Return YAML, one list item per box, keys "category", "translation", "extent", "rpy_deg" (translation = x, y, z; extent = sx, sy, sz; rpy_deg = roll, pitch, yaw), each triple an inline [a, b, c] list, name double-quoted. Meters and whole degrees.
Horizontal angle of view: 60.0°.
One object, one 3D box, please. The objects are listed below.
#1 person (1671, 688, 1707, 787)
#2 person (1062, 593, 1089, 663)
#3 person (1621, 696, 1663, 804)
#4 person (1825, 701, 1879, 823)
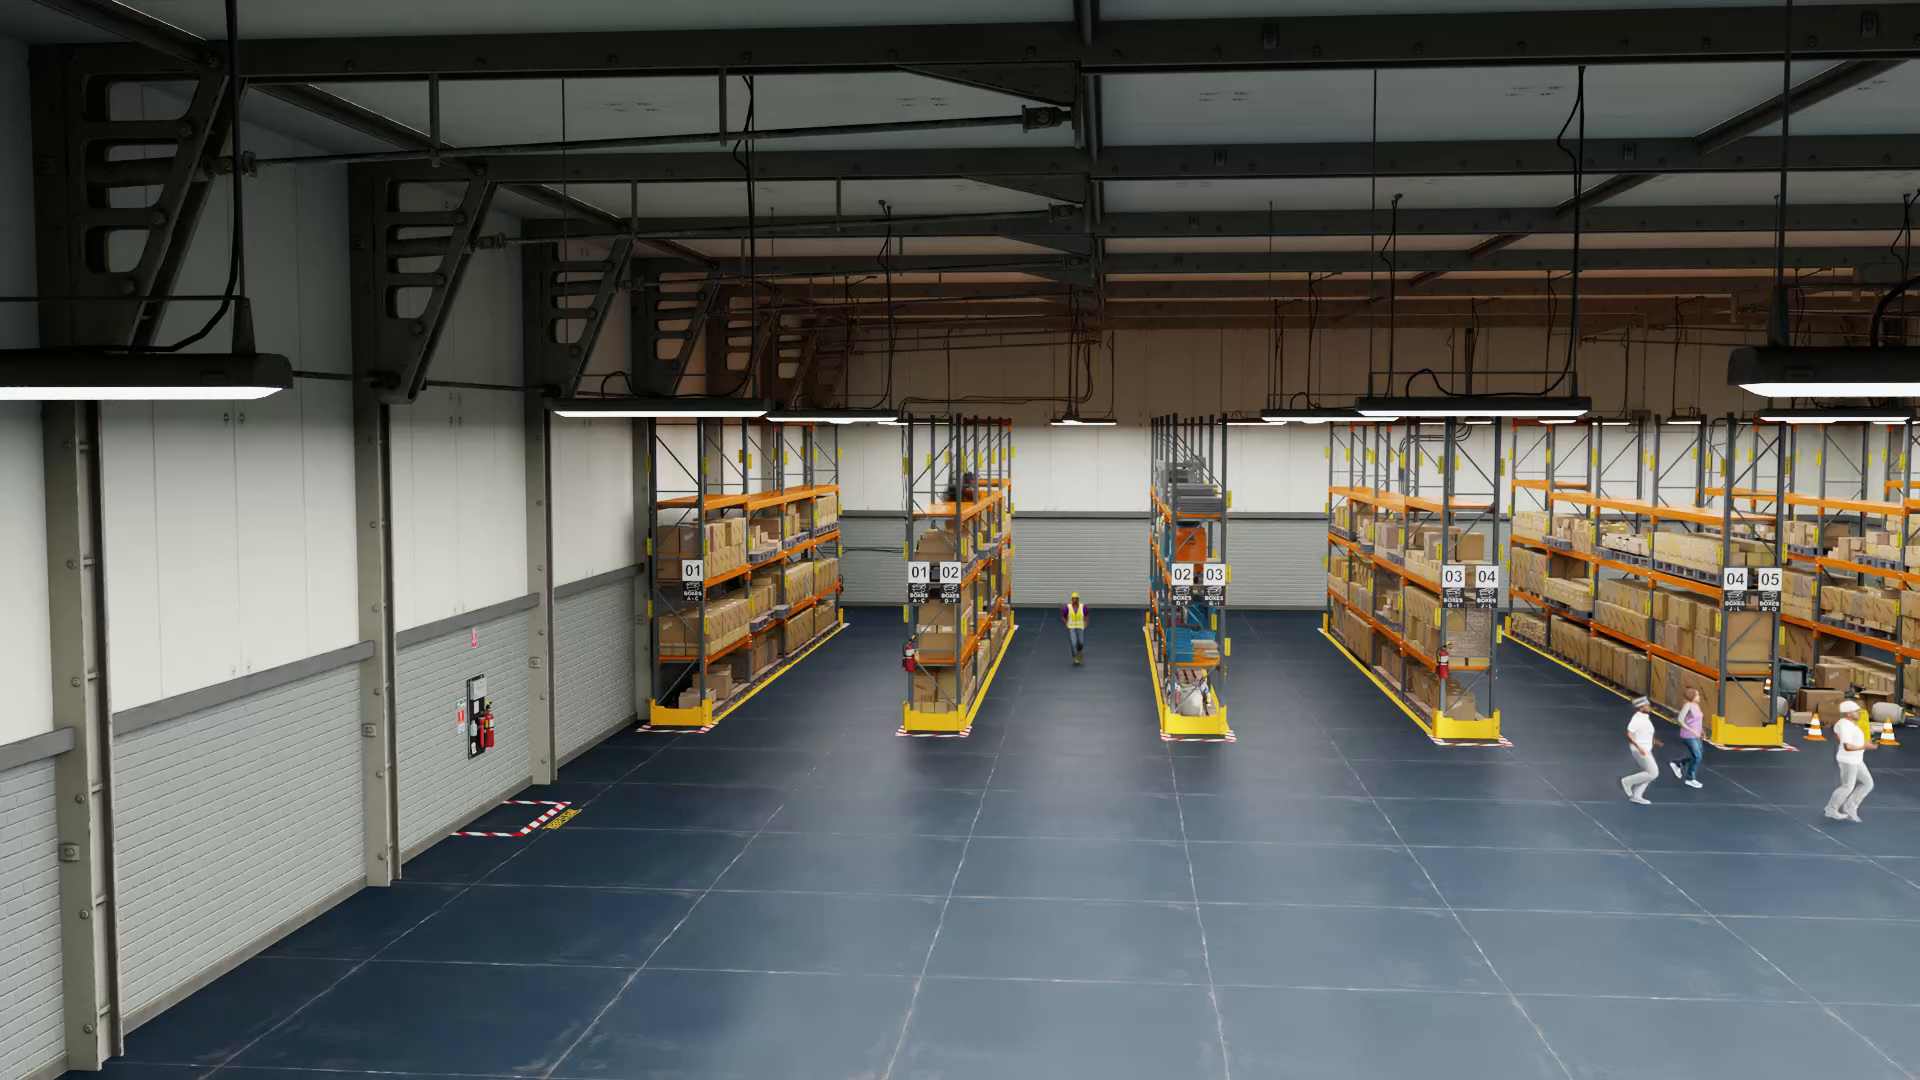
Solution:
- category: "person"
  translation: [11.634, 3.151, 26.643]
  extent: [0.560, 1.574, 0.549]
  rpy_deg: [-4, 5, -44]
- category: "person"
  translation: [2.812, 2.141, 40.416]
  extent: [0.679, 1.721, 0.576]
  rpy_deg: [0, 4, 0]
- category: "person"
  translation: [10.401, 3.199, 25.329]
  extent: [0.558, 1.650, 0.574]
  rpy_deg: [2, 4, 30]
- category: "person"
  translation: [12.929, 3.227, 24.083]
  extent: [0.683, 1.795, 0.677]
  rpy_deg: [3, 5, 37]
